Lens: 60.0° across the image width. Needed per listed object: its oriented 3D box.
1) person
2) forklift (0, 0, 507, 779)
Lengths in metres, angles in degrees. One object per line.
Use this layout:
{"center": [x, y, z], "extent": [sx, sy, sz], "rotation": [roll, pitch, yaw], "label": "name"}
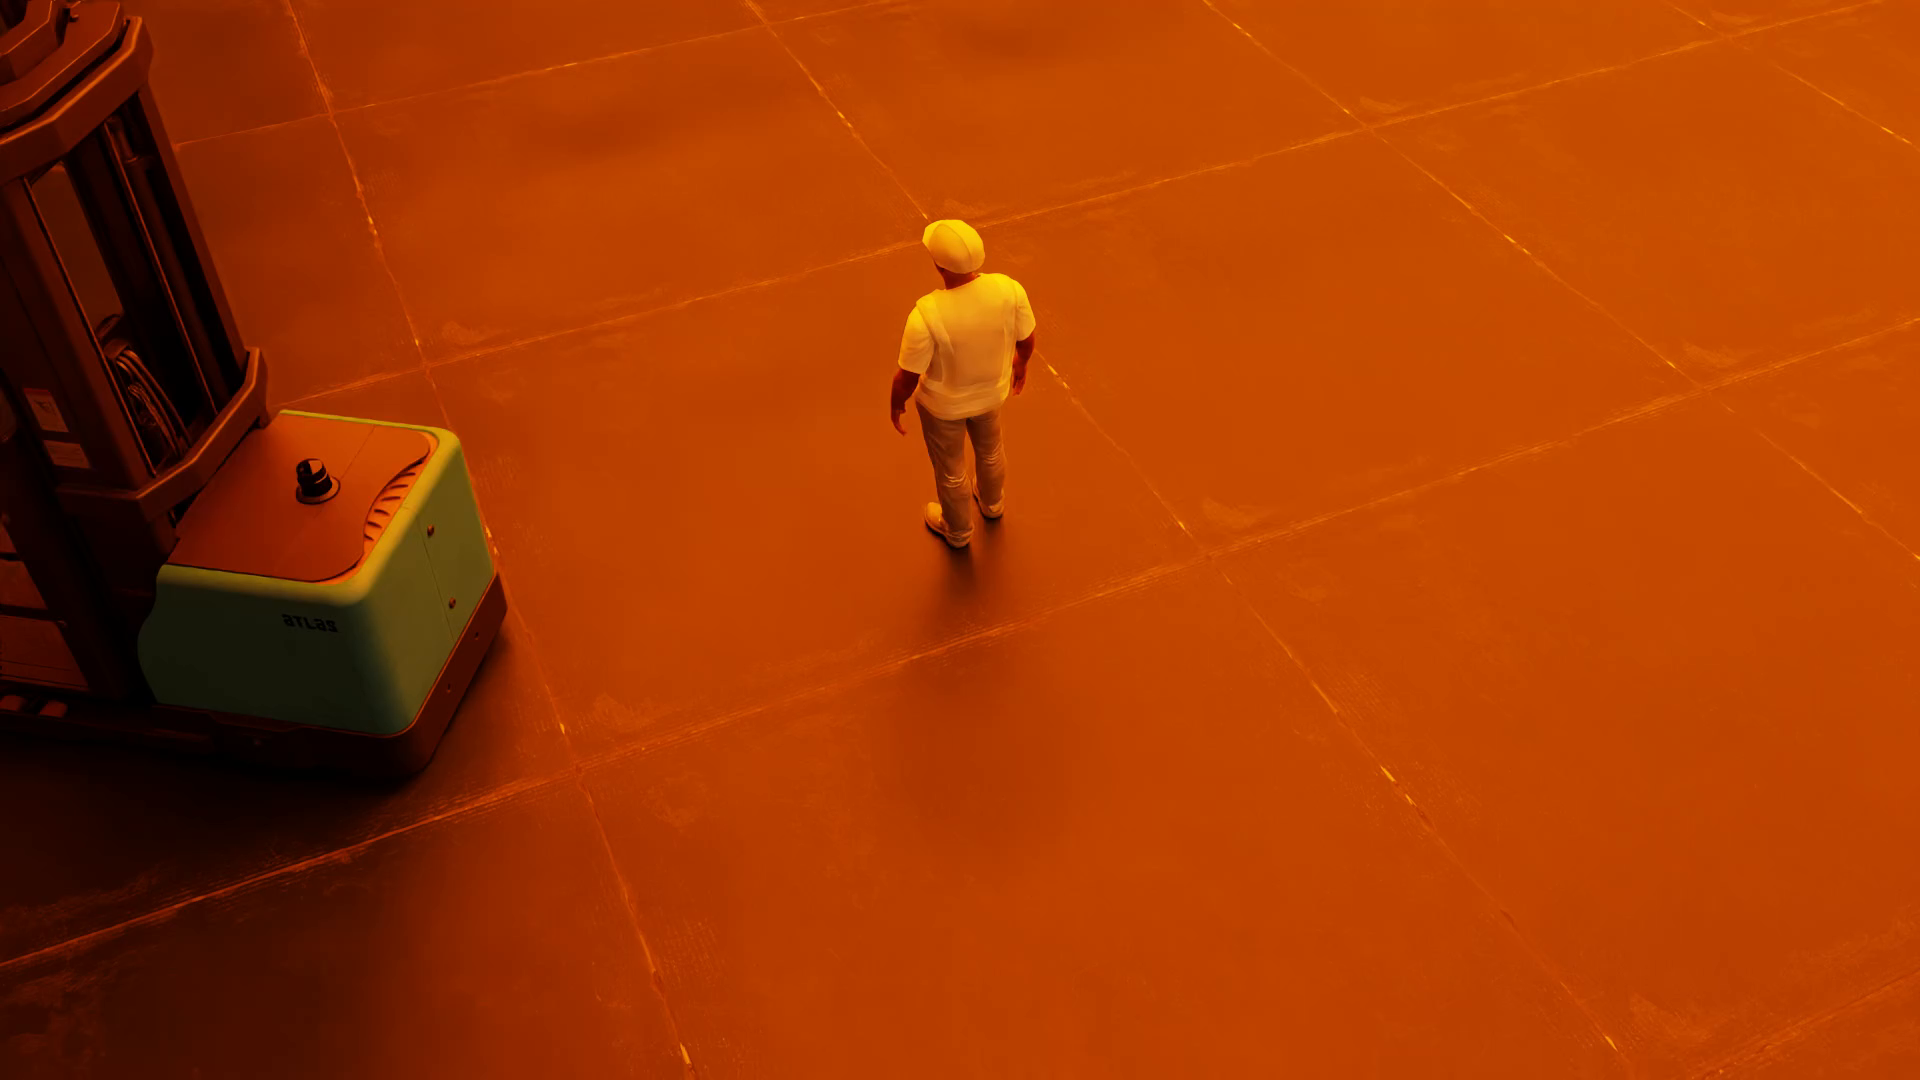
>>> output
{"center": [-0.023, -0.696, 7.269], "extent": [0.665, 1.765, 0.577], "rotation": [-18, 46, -18], "label": "person"}
{"center": [-3.577, -0.589, 6.311], "extent": [3.031, 2.935, 1.130], "rotation": [7, 43, 7], "label": "forklift"}
